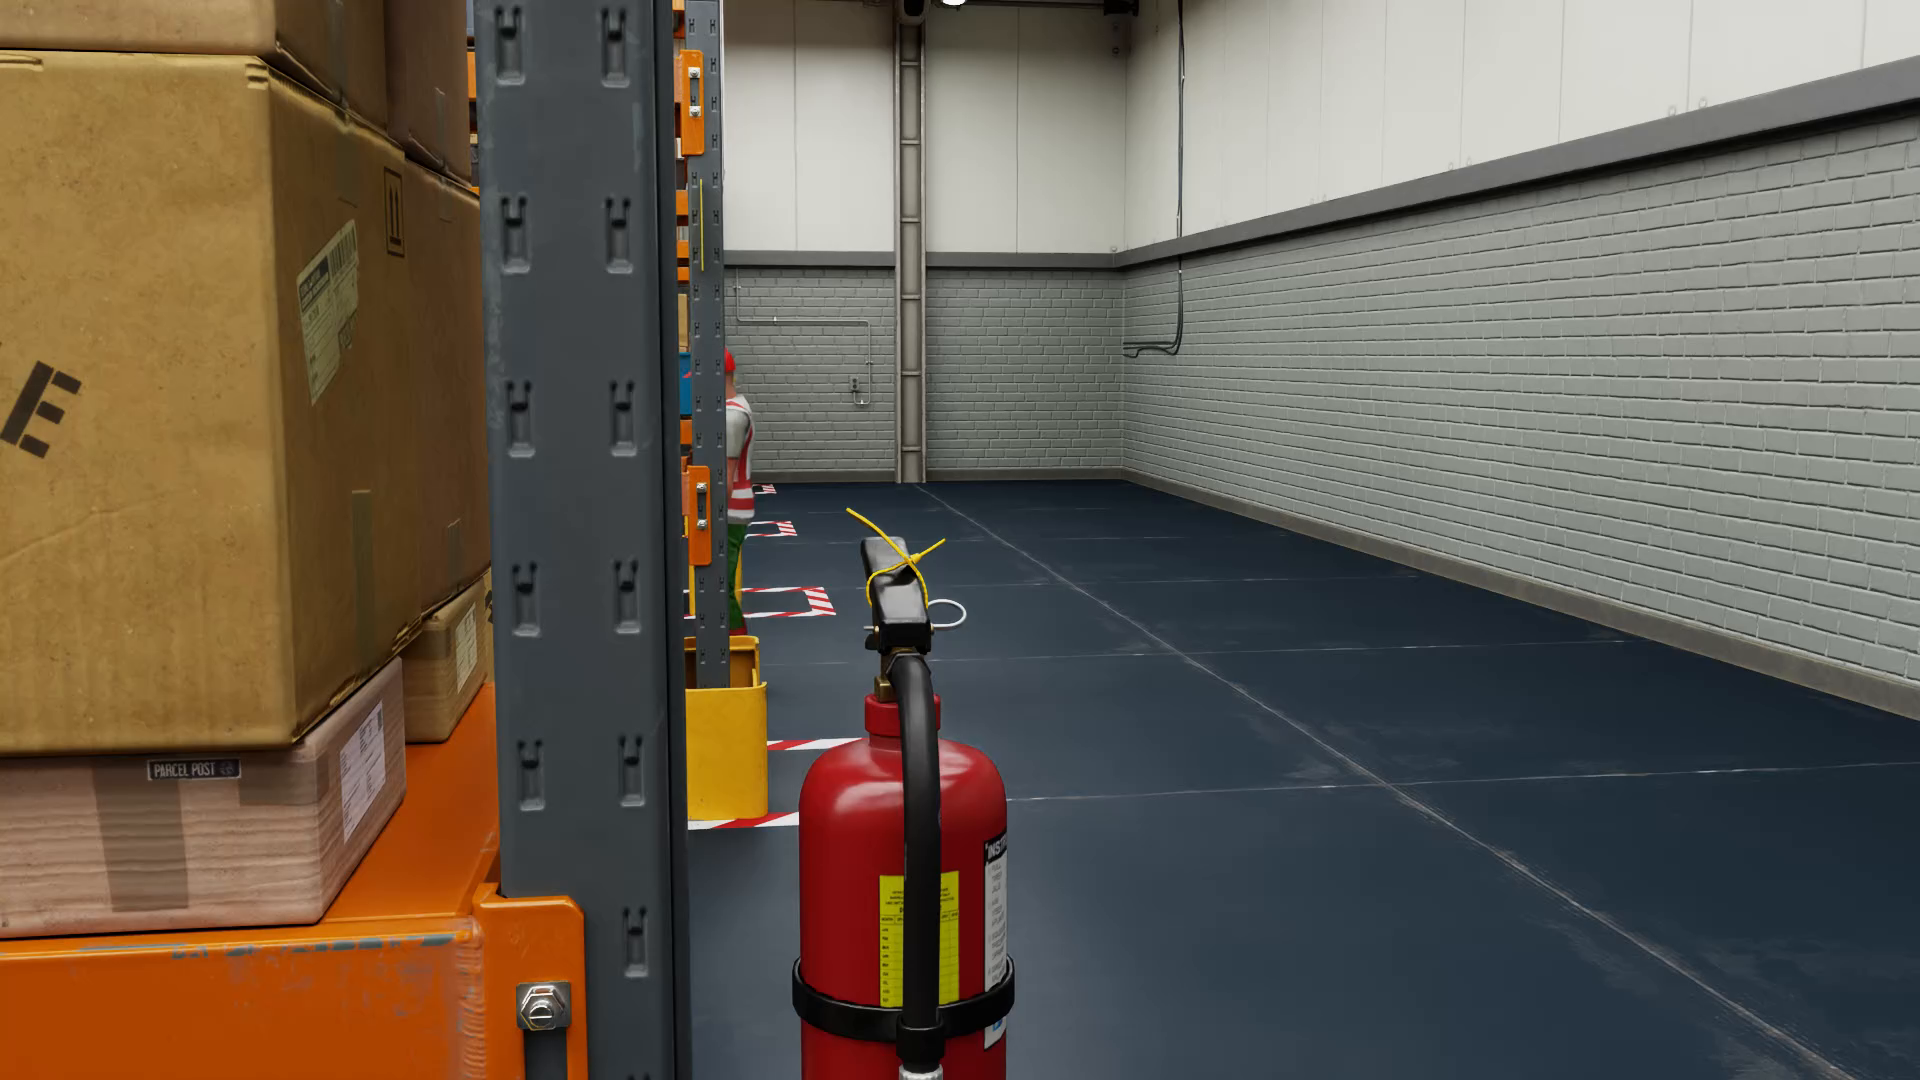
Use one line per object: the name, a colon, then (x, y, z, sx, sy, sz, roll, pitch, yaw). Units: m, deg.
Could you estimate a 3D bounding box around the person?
person: (-1.223, -0.093, 8.489, 0.365, 1.775, 0.529, -1, 6, -8)
